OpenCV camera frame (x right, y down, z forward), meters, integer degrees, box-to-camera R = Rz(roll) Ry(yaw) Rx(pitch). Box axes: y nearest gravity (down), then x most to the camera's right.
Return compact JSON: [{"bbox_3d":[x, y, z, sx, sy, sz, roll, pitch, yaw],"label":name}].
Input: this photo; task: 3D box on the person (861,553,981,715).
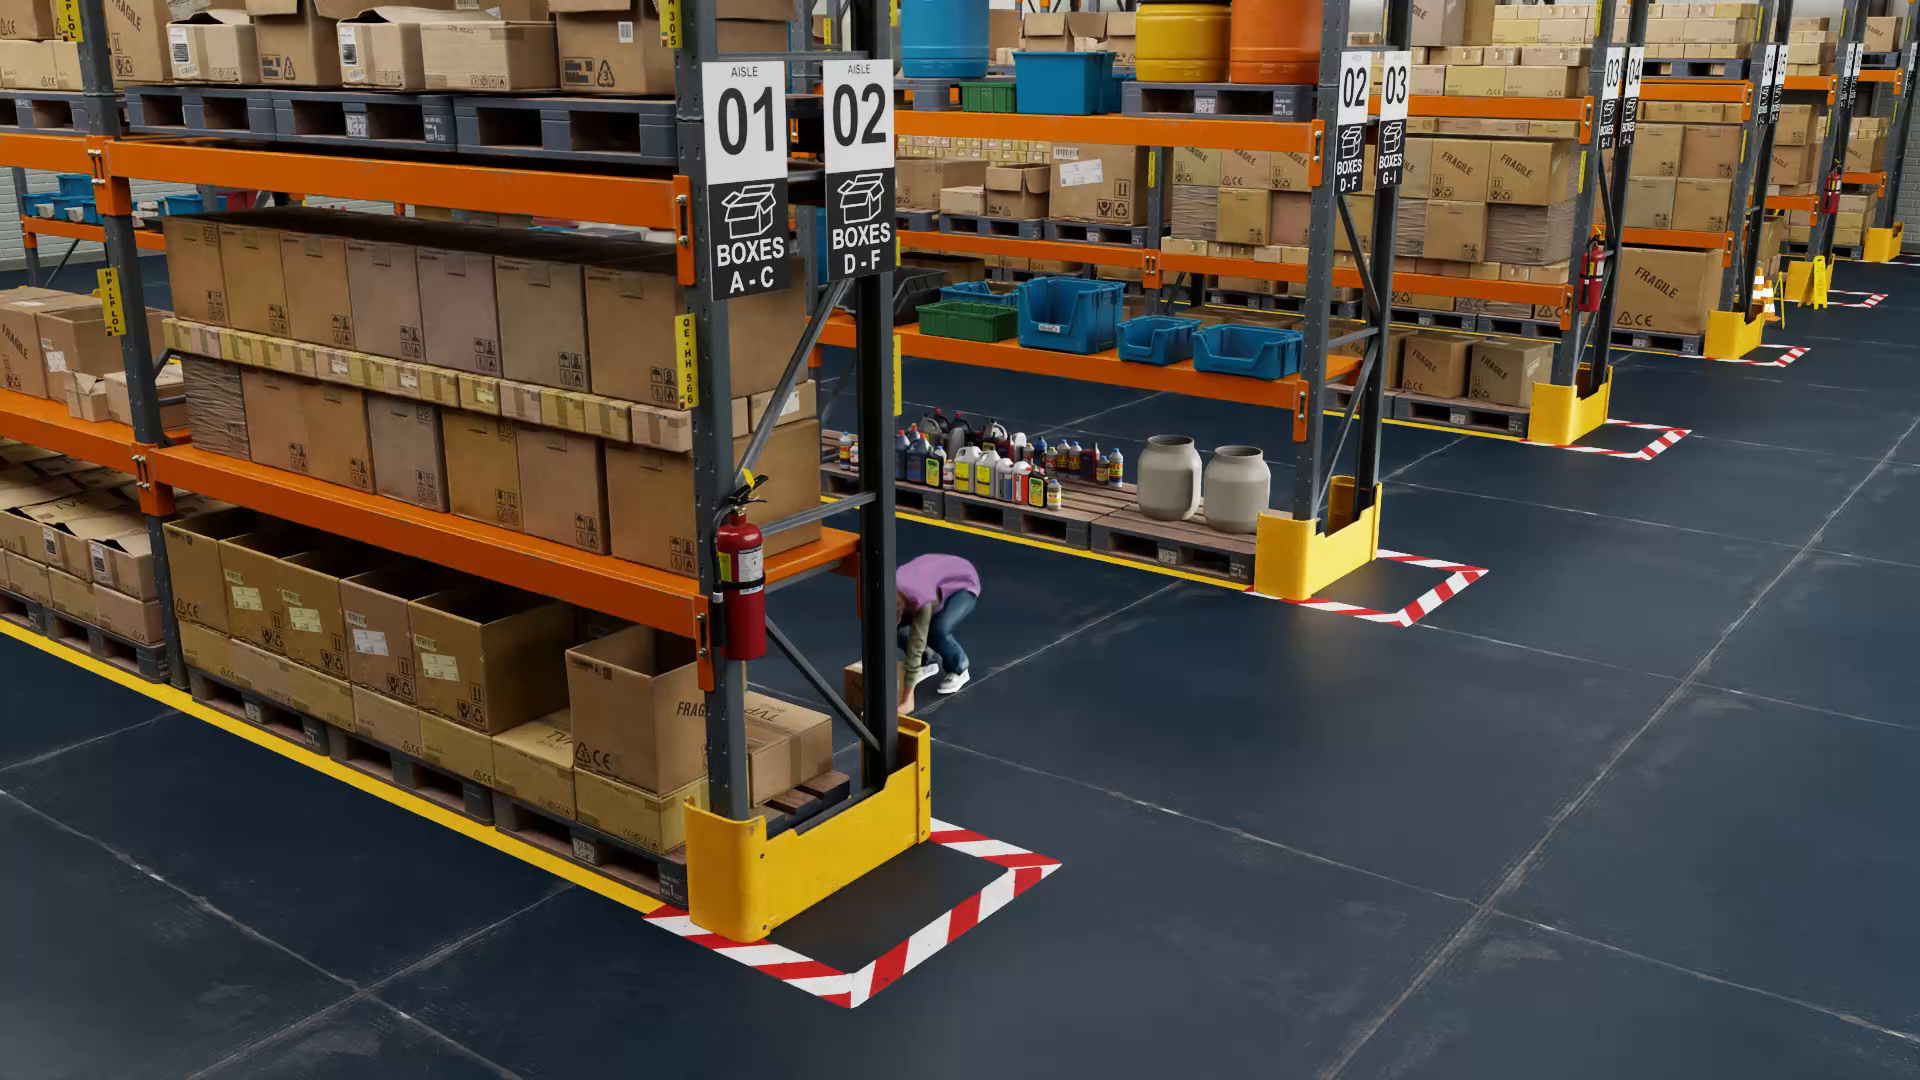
[{"bbox_3d":[-0.214,0.468,8.583,0.421,0.737,0.873,11,20,33],"label":"person"}]
